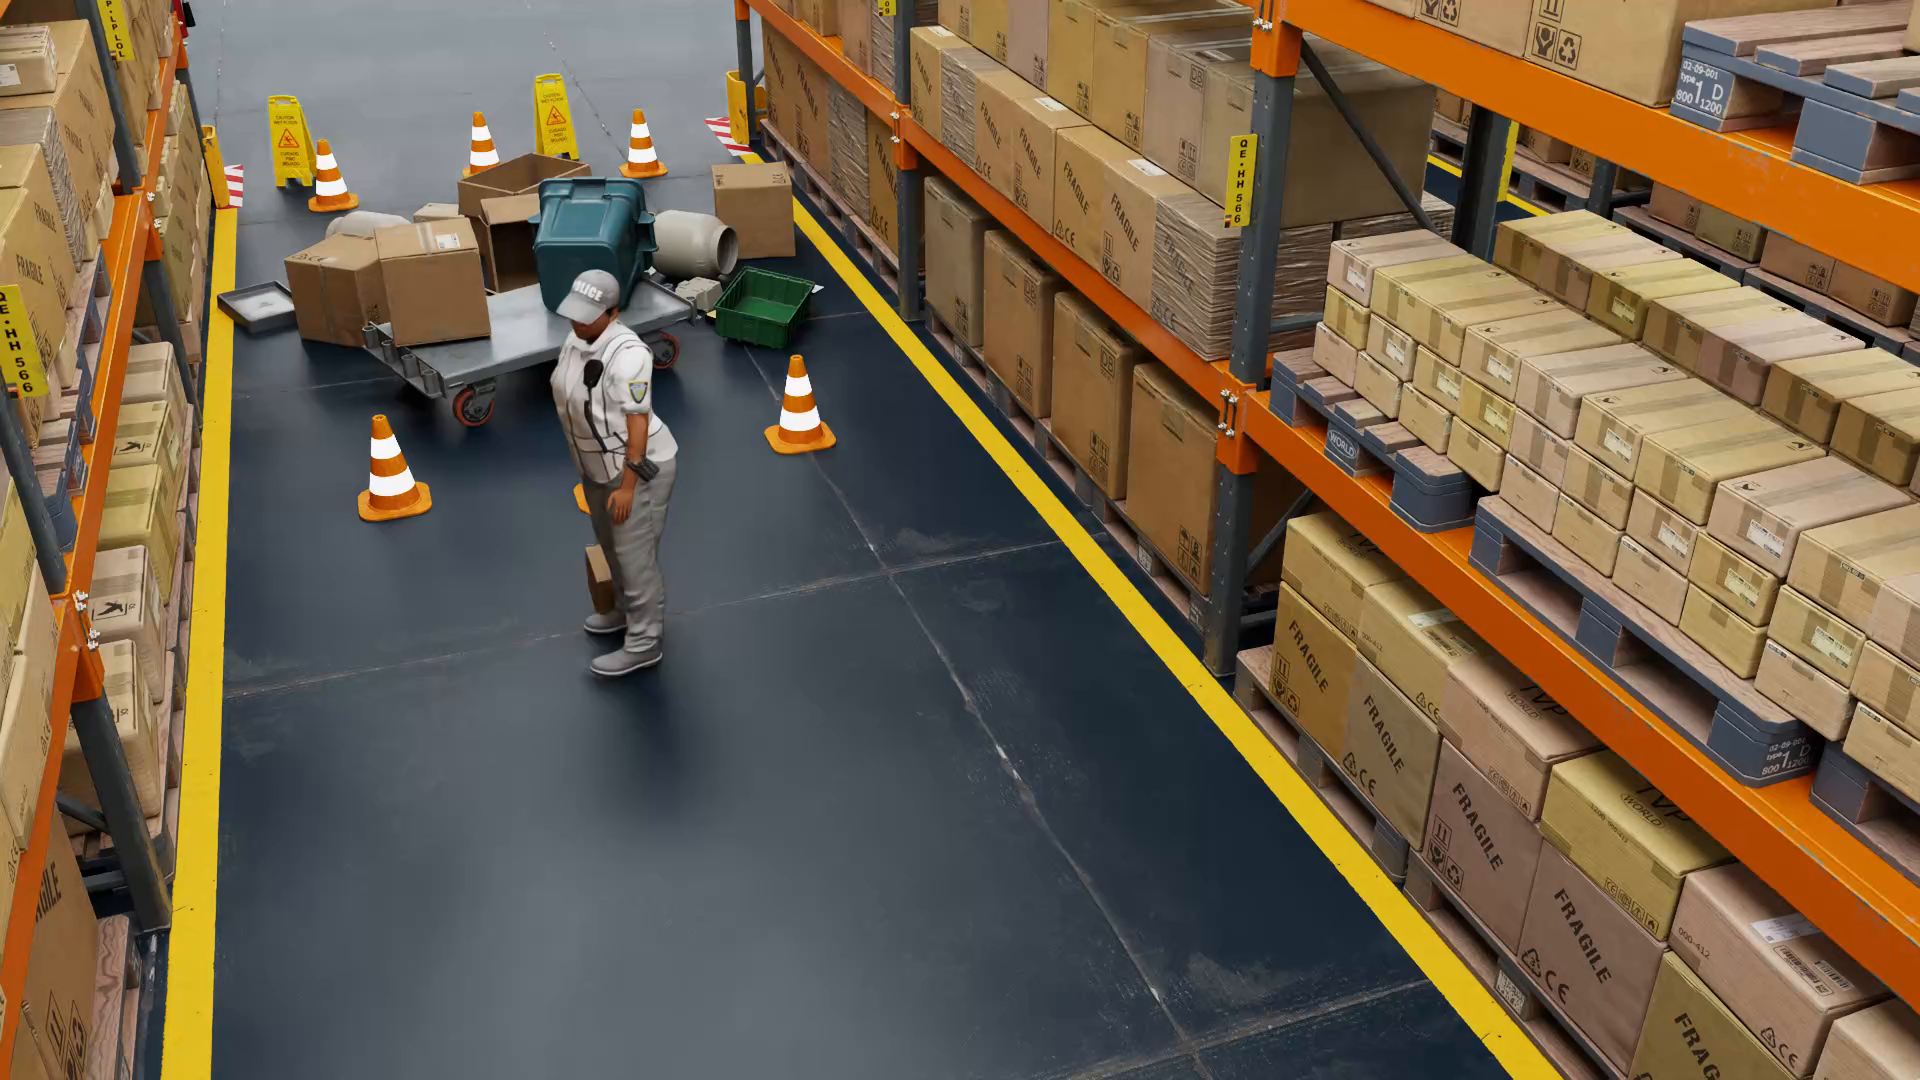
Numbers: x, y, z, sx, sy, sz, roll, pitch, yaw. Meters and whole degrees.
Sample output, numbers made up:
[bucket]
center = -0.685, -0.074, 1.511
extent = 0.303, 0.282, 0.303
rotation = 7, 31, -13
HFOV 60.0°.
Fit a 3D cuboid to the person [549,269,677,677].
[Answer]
[person]
center = -1.391, -0.271, 6.553
extent = 0.483, 1.674, 0.549
rotation = -23, 37, -34
